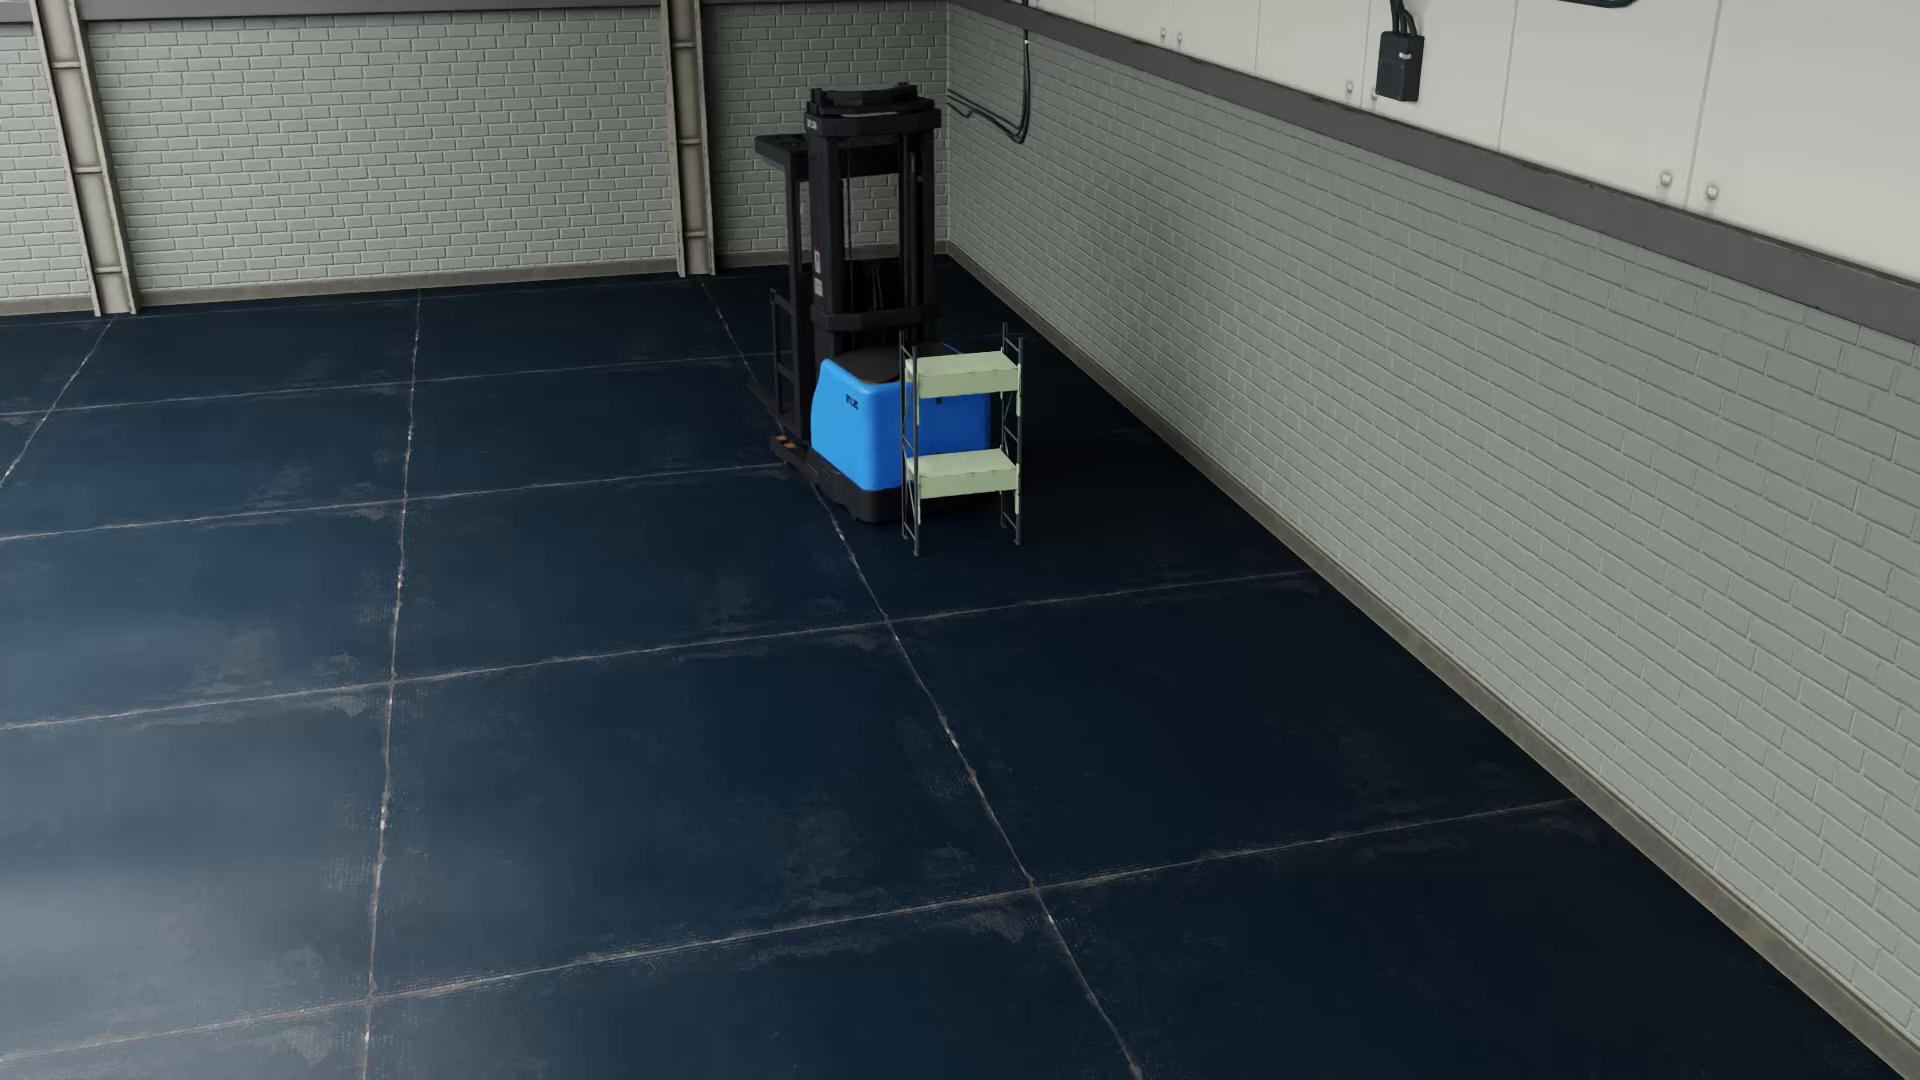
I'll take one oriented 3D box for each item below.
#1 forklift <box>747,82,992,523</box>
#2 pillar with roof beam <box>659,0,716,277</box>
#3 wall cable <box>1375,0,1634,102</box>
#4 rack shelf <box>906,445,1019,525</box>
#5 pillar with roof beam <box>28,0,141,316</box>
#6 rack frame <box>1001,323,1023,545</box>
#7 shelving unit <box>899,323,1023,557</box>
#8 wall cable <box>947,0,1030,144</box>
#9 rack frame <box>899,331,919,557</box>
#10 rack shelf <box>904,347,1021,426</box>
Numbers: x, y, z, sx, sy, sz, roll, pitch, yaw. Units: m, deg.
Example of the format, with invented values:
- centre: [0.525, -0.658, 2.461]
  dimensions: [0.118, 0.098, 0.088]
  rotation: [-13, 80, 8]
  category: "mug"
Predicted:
- centre: [-0.868, -2.016, 12.731]
  dimensions: [1.130, 2.935, 3.031]
  rotation: [-11, 26, -24]
  category: "forklift"
- centre: [-1.814, -5.522, 13.207]
  dimensions: [0.400, 9.000, 9.100]
  rotation: [-6, 24, -14]
  category: "pillar with roof beam"
- centre: [2.766, -4.925, 7.503]
  dimensions: [0.169, 6.003, 2.305]
  rotation: [-6, 24, -14]
  category: "wall cable"
- centre: [0.006, -0.390, 11.584]
  dimensions: [0.720, 0.370, 0.431]
  rotation: [-6, 24, -14]
  category: "rack shelf"
- centre: [-7.591, -4.883, 11.717]
  dimensions: [0.400, 9.000, 9.100]
  rotation: [-6, 24, -14]
  category: "pillar with roof beam"
- centre: [0.359, -0.729, 11.547]
  dimensions: [0.023, 1.500, 0.400]
  rotation: [-6, 24, -14]
  category: "rack frame"
- centre: [0.006, -0.690, 11.456]
  dimensions: [0.755, 1.500, 0.431]
  rotation: [-6, 24, -14]
  category: "shelving unit"
- centre: [0.217, -5.541, 17.189]
  dimensions: [0.112, 2.526, 3.097]
  rotation: [-6, 24, -14]
  category: "wall cable"
- centre: [-0.346, -0.651, 11.365]
  dimensions: [0.023, 1.500, 0.400]
  rotation: [-6, 24, -14]
  category: "rack frame"
- centre: [0.006, -1.049, 11.302]
  dimensions: [0.720, 0.370, 0.431]
  rotation: [-6, 24, -14]
  category: "rack shelf"
